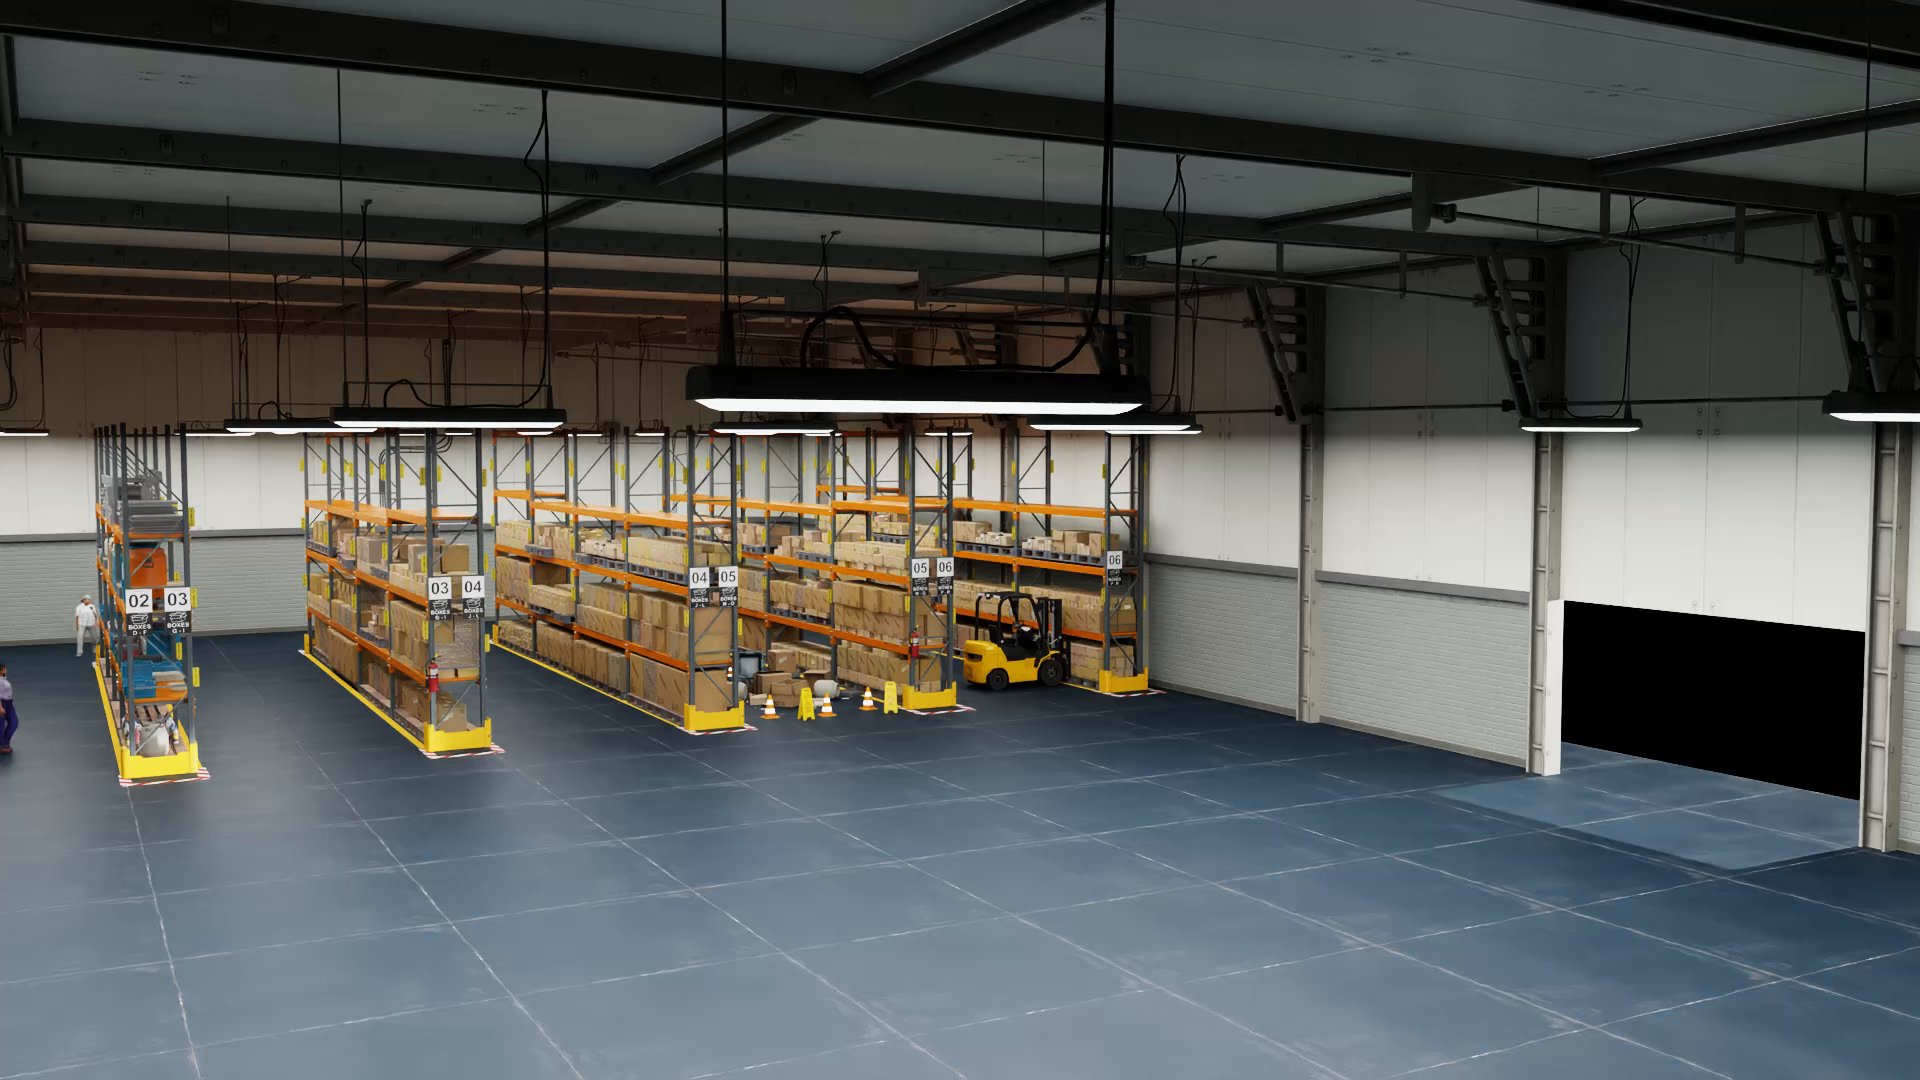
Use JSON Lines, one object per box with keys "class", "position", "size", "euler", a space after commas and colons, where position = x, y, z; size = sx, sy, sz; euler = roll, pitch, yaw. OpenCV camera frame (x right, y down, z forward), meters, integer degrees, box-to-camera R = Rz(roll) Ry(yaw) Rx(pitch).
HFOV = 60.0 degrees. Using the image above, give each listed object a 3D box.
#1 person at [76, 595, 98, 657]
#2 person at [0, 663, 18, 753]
{"class": "person", "position": [-23.123, 2.260, 43.999], "size": [0.548, 1.603, 0.933], "euler": [-2, 4, -29]}
{"class": "person", "position": [-17.532, 3.087, 30.441], "size": [0.377, 1.667, 0.541], "euler": [0, 3, -2]}
